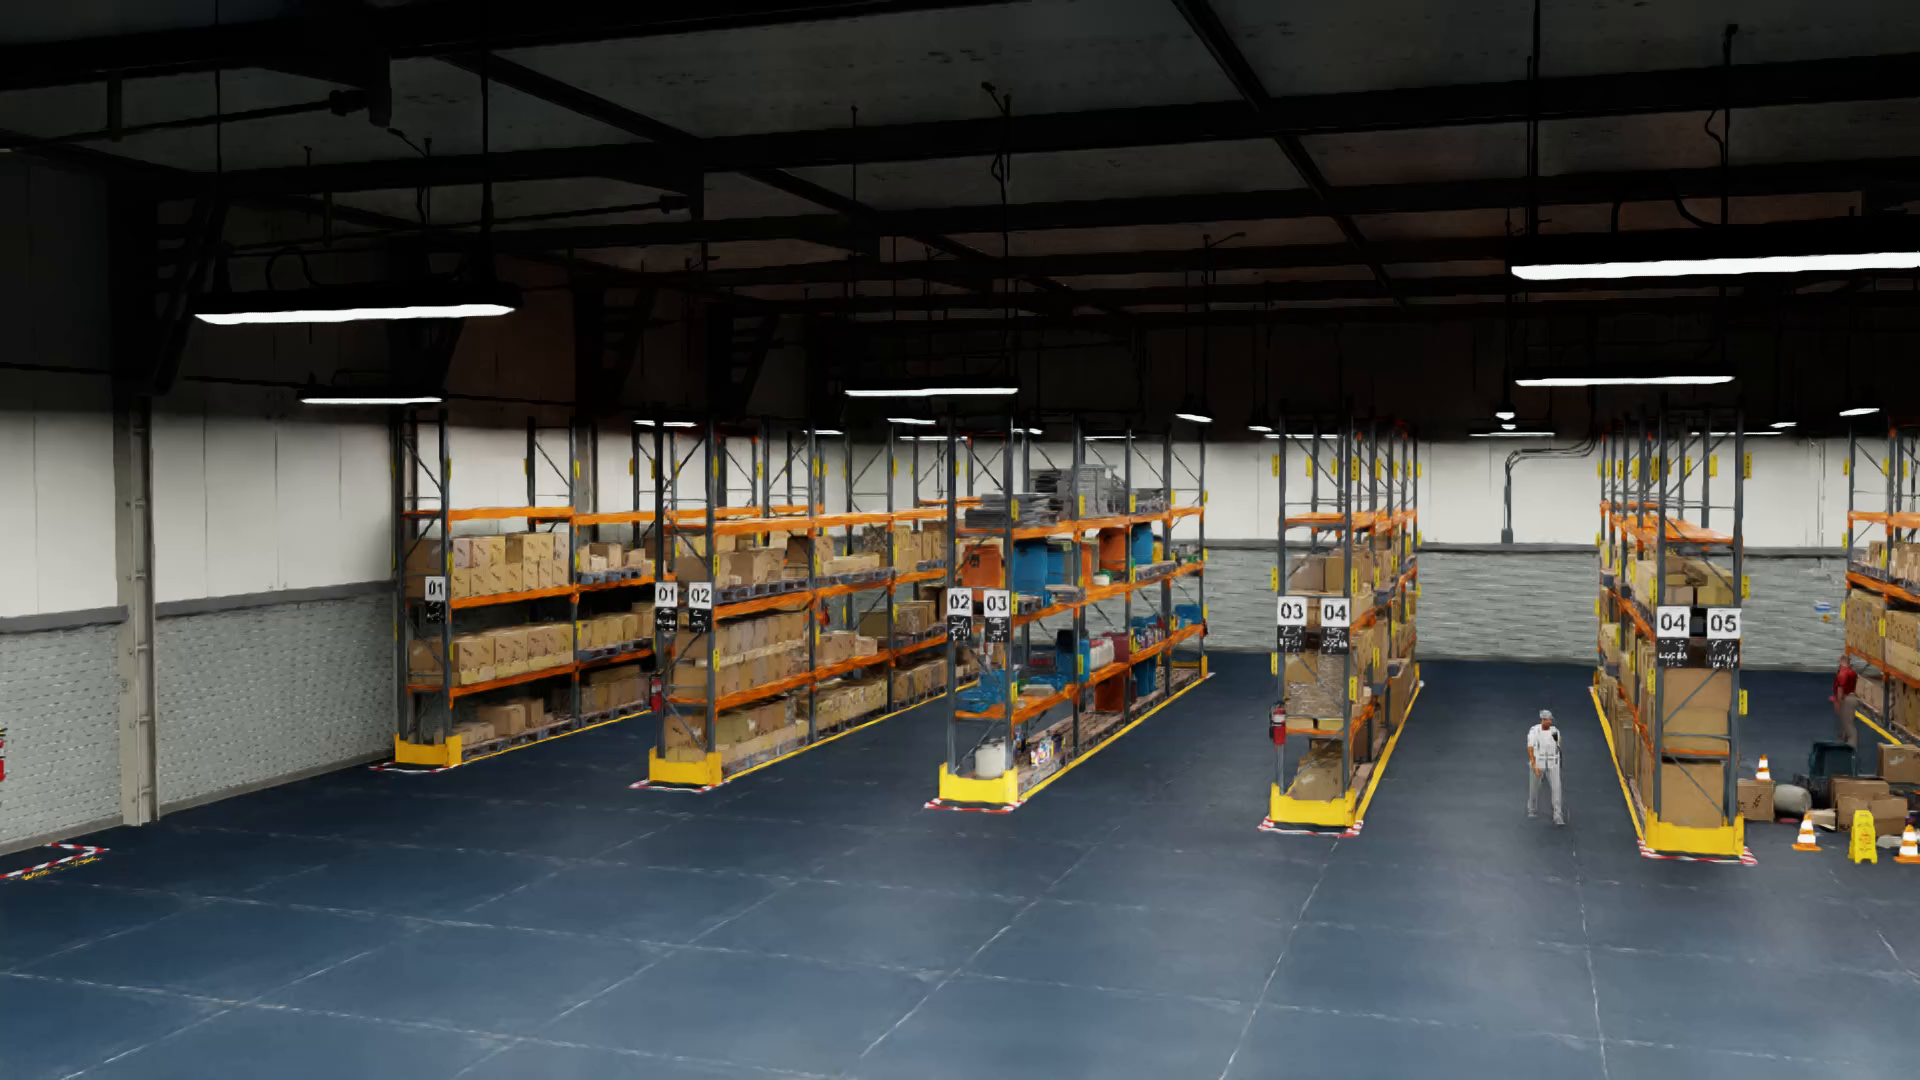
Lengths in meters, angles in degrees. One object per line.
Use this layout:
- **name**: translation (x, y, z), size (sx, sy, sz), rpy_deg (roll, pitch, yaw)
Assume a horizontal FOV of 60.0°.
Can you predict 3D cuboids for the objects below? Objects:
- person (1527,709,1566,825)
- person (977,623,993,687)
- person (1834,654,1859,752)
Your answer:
- **person**: translation (8.255, 3.181, 23.486), size (0.491, 1.598, 1.000), rpy_deg (0, 2, 10)
- **person**: translation (0.615, 2.526, 36.499), size (0.477, 1.787, 0.634), rpy_deg (0, 2, 1)
- **person**: translation (15.535, 2.873, 29.266), size (0.594, 1.715, 0.667), rpy_deg (2, 3, 42)
